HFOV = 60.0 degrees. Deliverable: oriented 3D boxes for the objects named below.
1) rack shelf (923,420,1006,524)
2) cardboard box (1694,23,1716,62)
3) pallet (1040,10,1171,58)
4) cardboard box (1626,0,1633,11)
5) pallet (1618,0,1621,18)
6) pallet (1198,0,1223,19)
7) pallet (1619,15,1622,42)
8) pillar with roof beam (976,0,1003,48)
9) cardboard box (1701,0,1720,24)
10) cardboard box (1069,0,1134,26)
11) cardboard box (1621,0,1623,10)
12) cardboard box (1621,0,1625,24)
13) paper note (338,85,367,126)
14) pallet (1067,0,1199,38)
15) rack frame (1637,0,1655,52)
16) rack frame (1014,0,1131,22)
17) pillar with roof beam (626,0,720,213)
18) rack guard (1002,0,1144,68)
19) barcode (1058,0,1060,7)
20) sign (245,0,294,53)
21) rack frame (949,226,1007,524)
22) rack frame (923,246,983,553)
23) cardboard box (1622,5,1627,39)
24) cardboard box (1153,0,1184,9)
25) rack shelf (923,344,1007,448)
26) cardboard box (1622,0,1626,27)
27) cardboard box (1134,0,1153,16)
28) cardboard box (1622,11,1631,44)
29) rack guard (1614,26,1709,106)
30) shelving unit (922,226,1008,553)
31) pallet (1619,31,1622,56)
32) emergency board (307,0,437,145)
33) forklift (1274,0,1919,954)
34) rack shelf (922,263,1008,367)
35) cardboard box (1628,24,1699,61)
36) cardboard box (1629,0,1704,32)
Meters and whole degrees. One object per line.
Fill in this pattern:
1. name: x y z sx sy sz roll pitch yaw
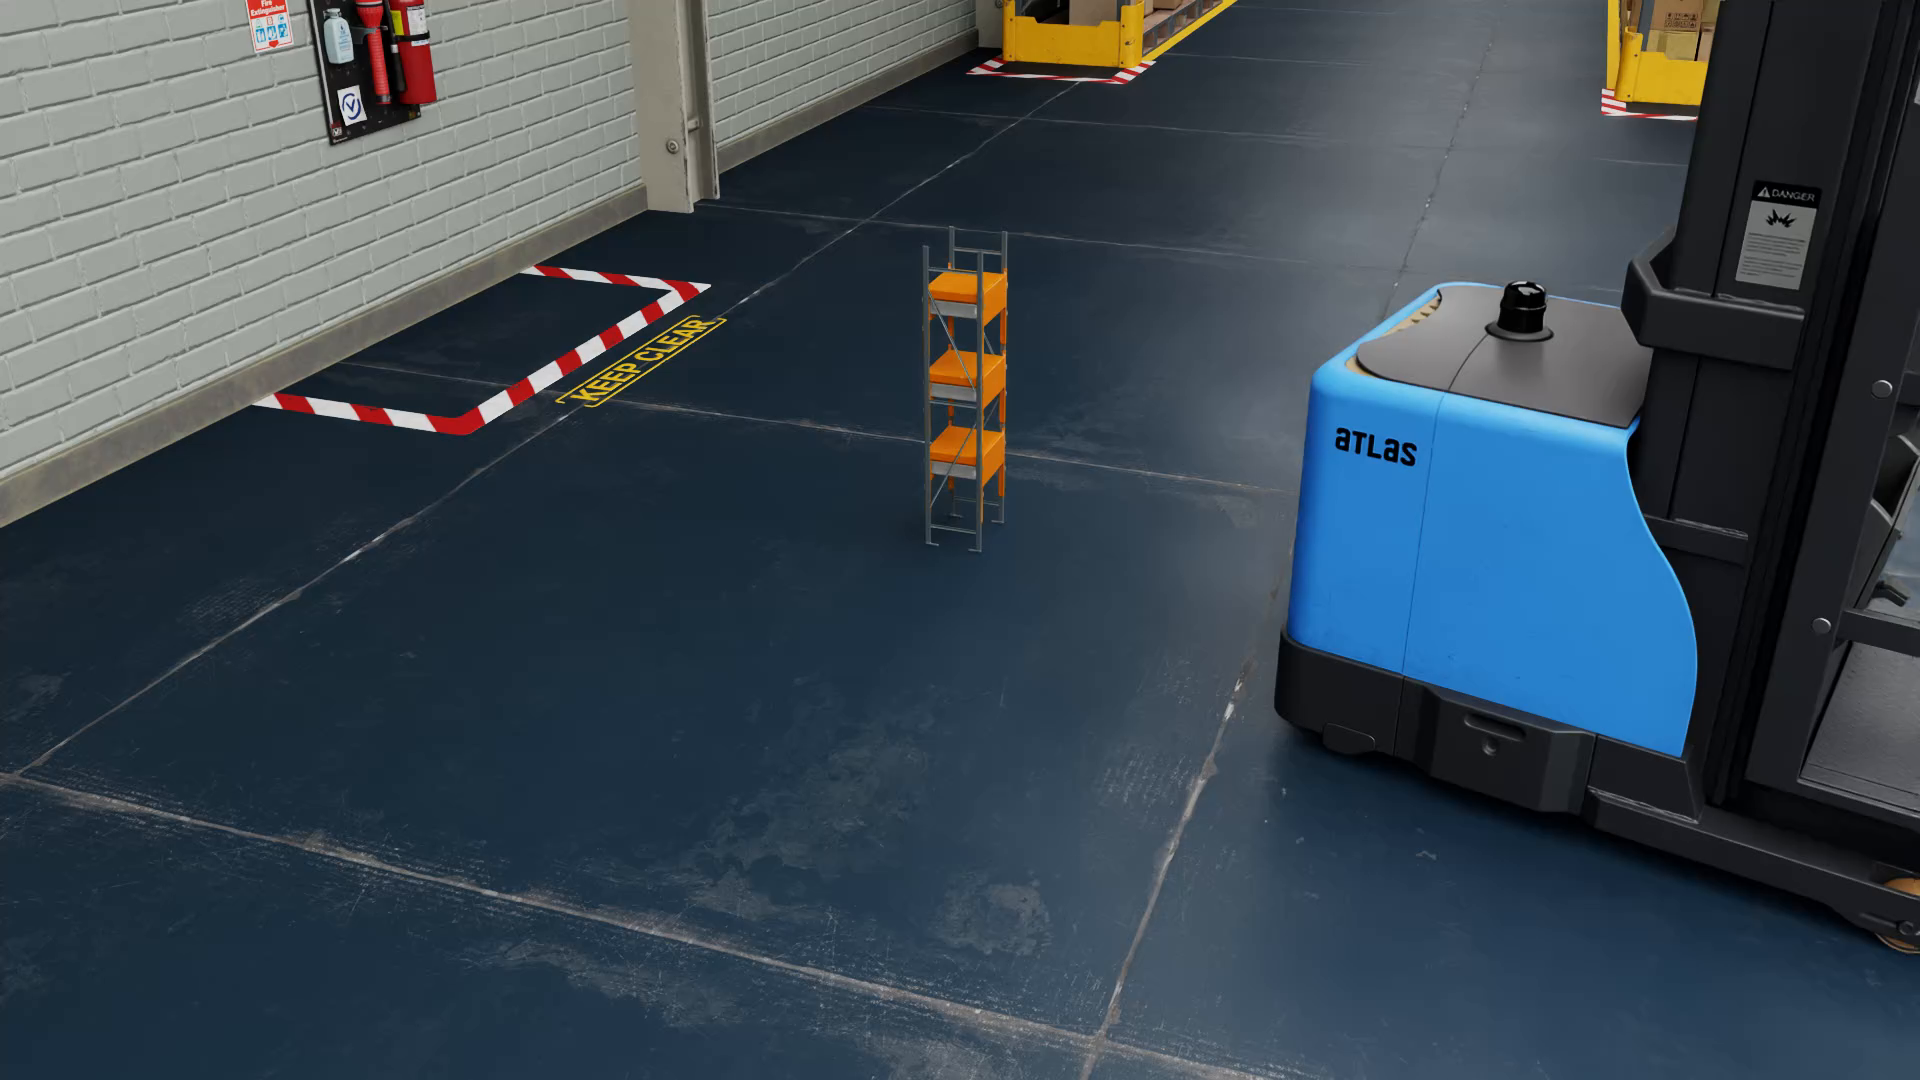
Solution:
1. rack shelf: 0.018 -0.235 5.692 0.215 0.259 0.240 9 27 17
2. cardboard box: 5.987 -3.831 12.893 0.500 0.250 0.500 9 27 17
3. pallet: 1.255 -4.513 14.828 1.003 0.211 1.213 9 27 17
4. cardboard box: 5.815 -4.657 13.738 0.500 0.500 0.500 9 27 17
5. pallet: 7.138 -5.388 16.636 1.003 0.211 1.213 9 27 17
6. pallet: 2.067 -5.515 16.899 1.003 0.211 1.213 9 27 17
7. pallet: 6.626 -4.759 15.337 1.003 0.211 1.213 9 27 17
8. pillar with roof beam: 4.403 -7.897 11.733 9.100 9.000 0.400 9 27 17
9. cardboard box: 6.151 -4.374 13.154 0.500 0.500 0.500 9 27 17
10. cardboard box: 1.241 -4.667 14.527 0.500 0.311 0.500 6 26 12
11. cardboard box: 6.318 -4.935 15.174 0.500 0.250 0.500 9 27 17
12. cardboard box: 6.147 -4.730 14.751 0.500 0.250 0.500 9 27 17
13. paper note: -2.636 -1.886 7.214 0.016 0.148 0.142 9 27 17
14. pallet: 1.663 -5.012 15.860 1.003 0.211 1.213 9 27 17
15. rack frame: 5.599 -4.691 11.996 1.000 3.000 0.127 9 27 17
16. rack frame: 0.926 -5.408 13.477 1.000 3.000 0.127 9 27 17
17. pillar with roof beam: 2.406 -5.431 6.641 9.100 9.000 0.400 9 27 17
18. rack guard: 0.951 -4.314 14.086 1.175 0.500 0.348 9 27 17
19. barcode: 0.870 -4.736 14.661 0.001 0.075 0.075 9 27 17
20. sign: -2.793 -2.149 6.705 0.001 0.329 0.234 9 27 17
21. rack frame: 0.058 -0.545 5.670 0.200 1.050 0.008 9 27 17
22. rack frame: -0.023 -0.444 5.463 0.200 1.050 0.008 9 27 17
23. cardboard box: 5.818 -4.319 13.901 0.500 0.250 0.500 9 27 17
24. cardboard box: 1.722 -5.281 15.578 0.700 0.500 0.500 7 27 14
25. rack shelf: 0.018 -0.485 5.571 0.215 0.259 0.240 9 27 17
26. cardboard box: 5.986 -4.524 14.325 0.500 0.250 0.500 9 27 17
27. cardboard box: 1.431 -4.901 15.011 0.500 0.311 0.500 11 28 22
28. cardboard box: 5.654 -4.113 13.476 0.500 0.250 0.500 9 27 17
29. rack guard: 5.591 -3.556 12.521 1.175 0.500 0.348 9 27 17
30. shelving unit: 0.018 -0.495 5.567 0.215 1.050 0.252 9 27 17
31. pallet: 6.221 -4.256 14.298 1.003 0.211 1.213 9 27 17
32. emergency board: -2.512 -2.345 7.152 0.194 1.169 0.643 9 27 17
33. forklift: 2.379 -0.592 3.610 3.031 2.935 1.130 17 30 30
34. rack shelf: 0.018 -0.740 5.448 0.215 0.259 0.240 9 27 17
35. cardboard box: 5.498 -3.906 13.048 0.500 0.250 0.500 9 27 17
36. cardboard box: 5.496 -4.243 12.885 0.500 0.500 0.500 9 27 17
